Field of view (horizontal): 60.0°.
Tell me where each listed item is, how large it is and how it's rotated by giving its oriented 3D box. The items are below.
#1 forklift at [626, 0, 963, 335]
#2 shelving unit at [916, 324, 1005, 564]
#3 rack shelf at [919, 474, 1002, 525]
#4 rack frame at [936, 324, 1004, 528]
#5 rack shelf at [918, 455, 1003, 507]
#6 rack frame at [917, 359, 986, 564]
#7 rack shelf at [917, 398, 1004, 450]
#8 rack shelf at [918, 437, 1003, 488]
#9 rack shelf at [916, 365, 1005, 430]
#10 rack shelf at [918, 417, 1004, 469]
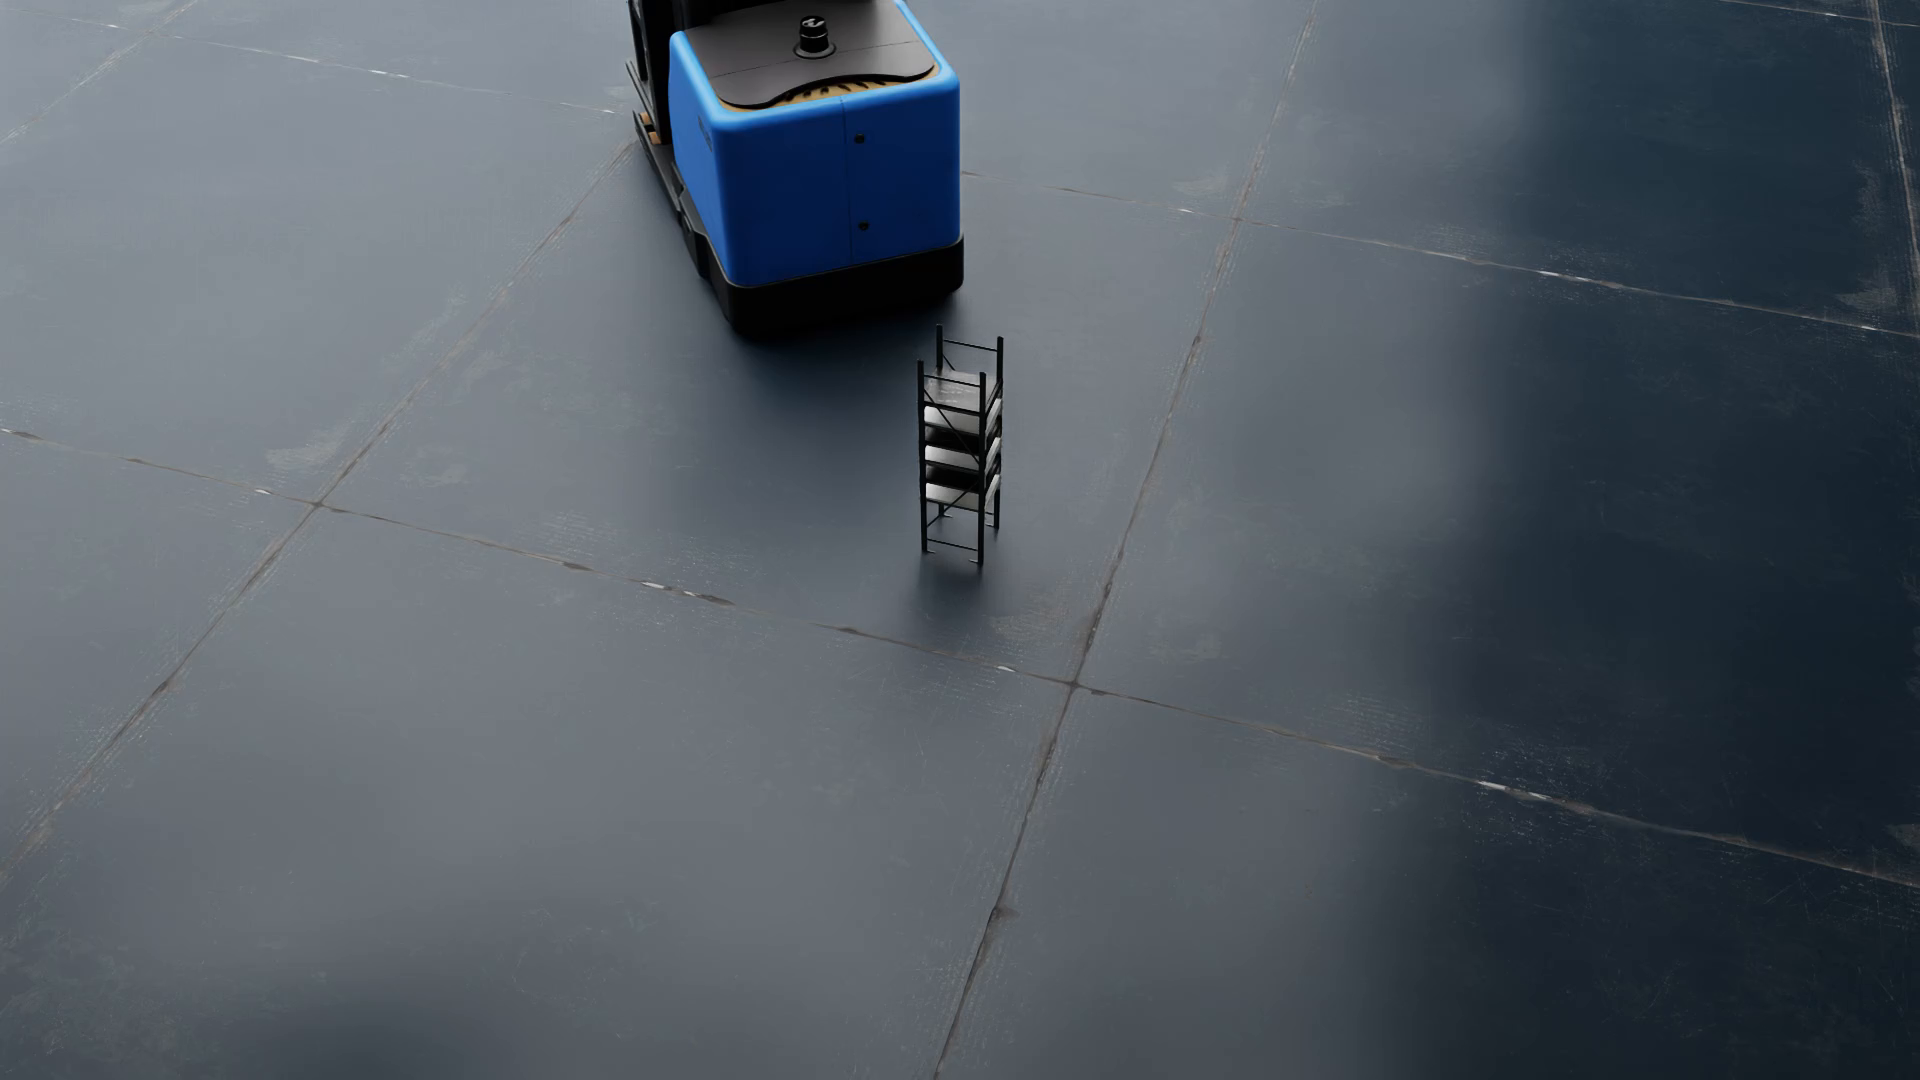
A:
[{"bbox_3d":[-0.968,-2.964,7.183,1.130,2.935,3.031,-14,46,-14],"label":"forklift"},{"bbox_3d":[0.002,-0.327,5.941,0.258,0.900,0.210,13,46,12],"label":"shelving unit"},{"bbox_3d":[0.002,-0.175,6.090,0.258,0.077,0.200,13,46,12],"label":"rack shelf"},{"bbox_3d":[0.033,-0.395,6.010,0.240,0.900,0.006,13,46,12],"label":"rack frame"},{"bbox_3d":[0.002,-0.239,6.027,0.258,0.077,0.200,13,46,12],"label":"rack shelf"},{"bbox_3d":[-0.028,-0.259,5.872,0.240,0.900,0.006,13,46,12],"label":"rack frame"},{"bbox_3d":[0.002,-0.432,5.838,0.258,0.077,0.200,13,46,12],"label":"rack shelf"},{"bbox_3d":[0.002,-0.303,5.964,0.258,0.077,0.200,13,46,12],"label":"rack shelf"},{"bbox_3d":[0.002,-0.496,5.775,0.258,0.077,0.200,13,46,12],"label":"rack shelf"},{"bbox_3d":[0.002,-0.368,5.901,0.258,0.077,0.200,13,46,12],"label":"rack shelf"}]
